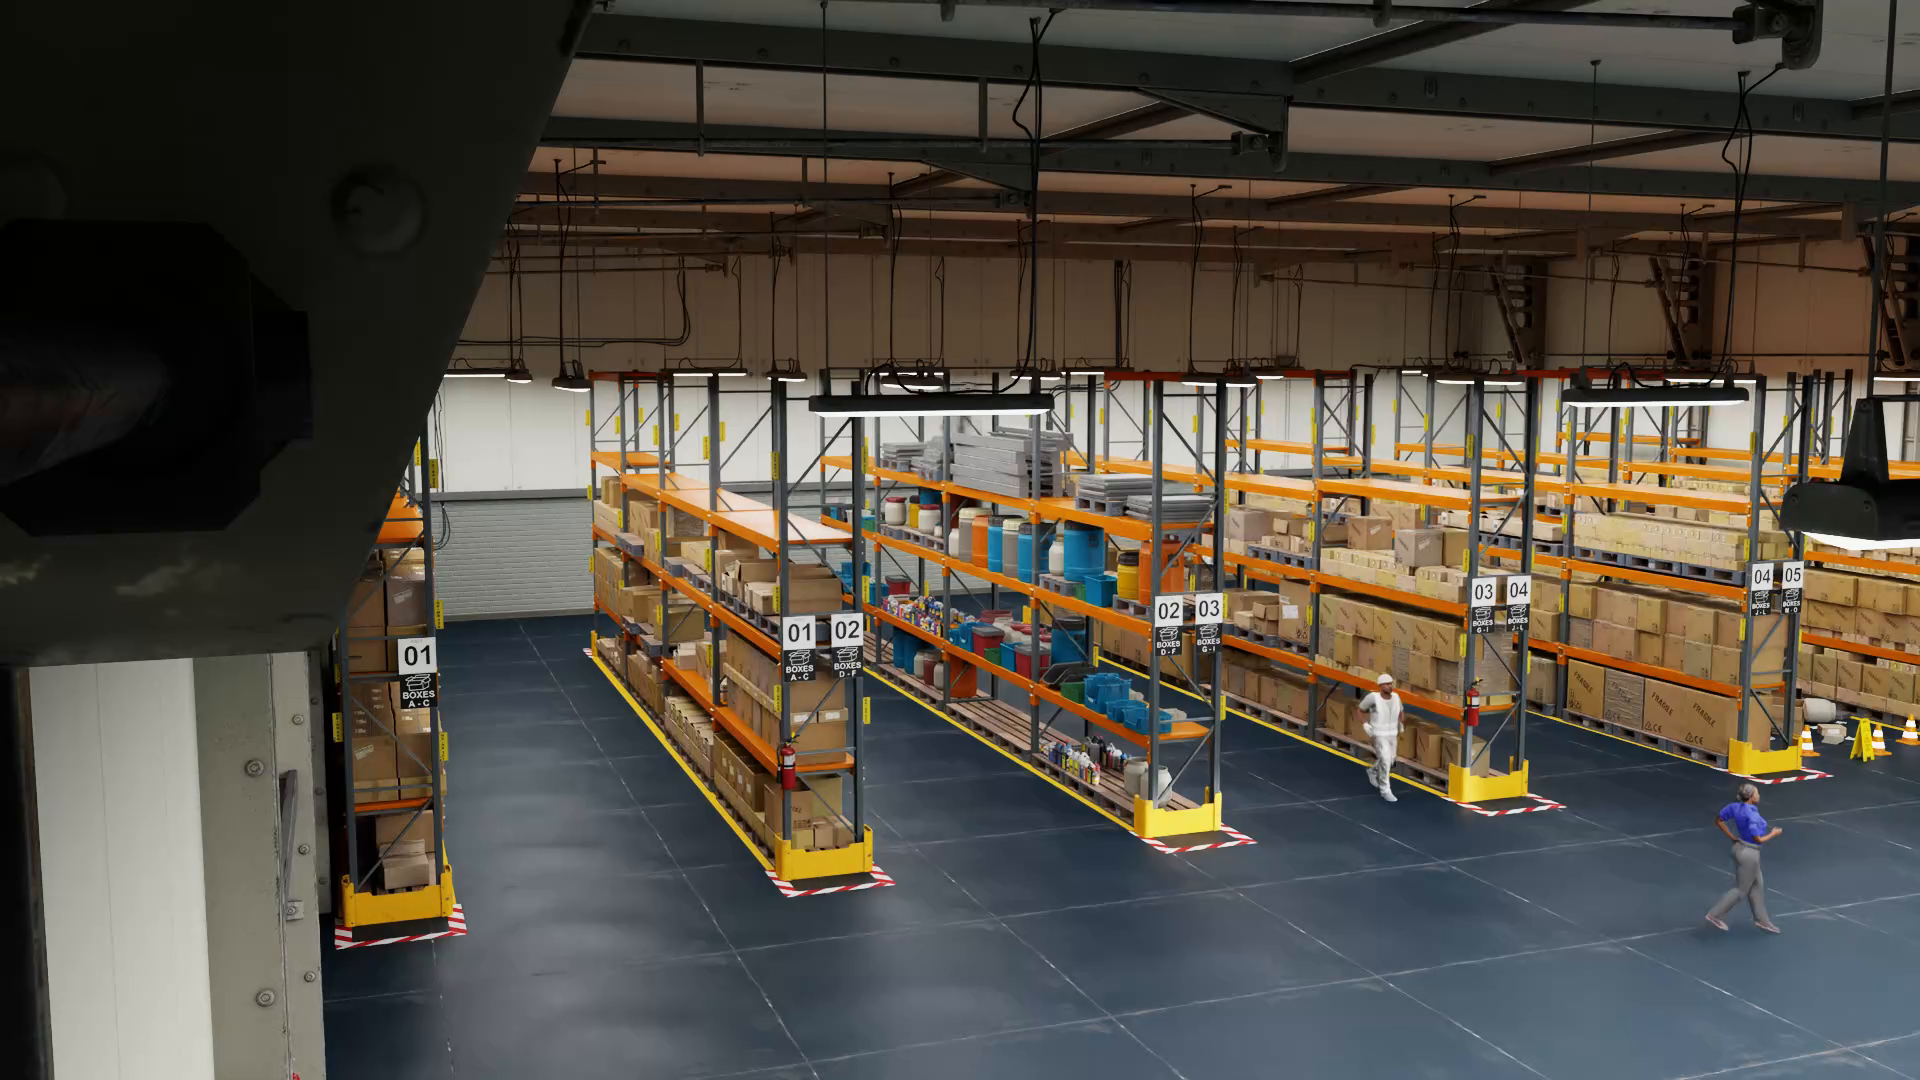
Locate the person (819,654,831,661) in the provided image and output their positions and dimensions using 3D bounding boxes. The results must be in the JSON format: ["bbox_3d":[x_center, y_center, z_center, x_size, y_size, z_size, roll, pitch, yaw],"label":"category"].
[{"bbox_3d":[-2.478,2.161,29.453,0.642,1.828,0.747,-4,8,-33],"label":"person"}]

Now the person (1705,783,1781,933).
[{"bbox_3d":[8.556,3.475,18.099,0.850,1.666,0.570,0,6,4],"label":"person"}]

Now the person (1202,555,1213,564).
[{"bbox_3d":[6.144,0.871,41.175,0.821,1.803,0.701,-3,7,-28],"label":"person"}]

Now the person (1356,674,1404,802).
[{"bbox_3d":[6.044,2.789,23.853,0.700,1.779,0.822,-2,7,-21],"label":"person"}]

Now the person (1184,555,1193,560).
[{"bbox_3d":[5.248,1.157,39.092,0.692,1.633,0.631,0,6,4],"label":"person"}]
